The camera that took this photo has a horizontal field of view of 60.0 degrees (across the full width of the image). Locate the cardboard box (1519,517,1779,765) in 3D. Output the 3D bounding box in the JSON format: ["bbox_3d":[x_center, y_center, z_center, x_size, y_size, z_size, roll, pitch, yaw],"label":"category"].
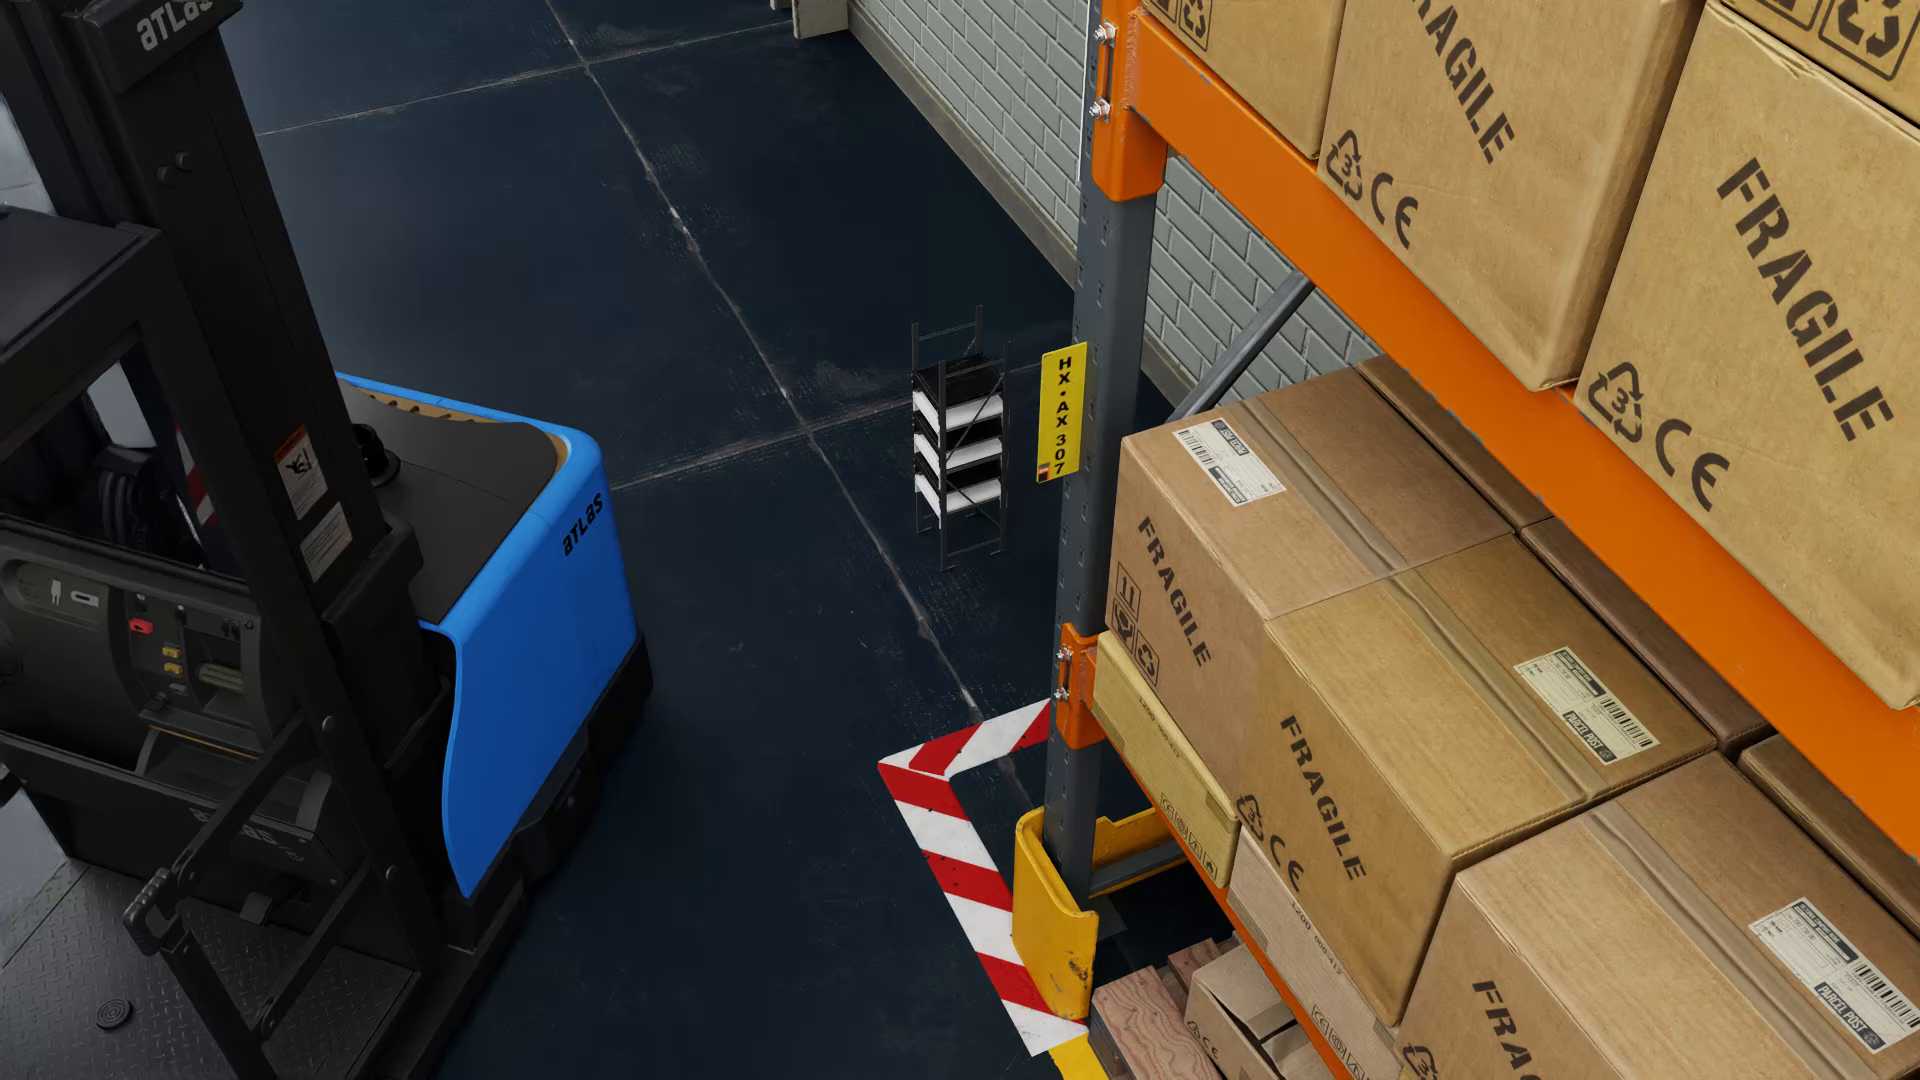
[{"bbox_3d":[1.287,0.243,2.927,0.500,0.500,0.500,-17,47,-17],"label":"cardboard box"}]

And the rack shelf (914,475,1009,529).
[{"bbox_3d":[0.003,-0.163,5.579,0.258,0.077,0.200,-18,47,-17],"label":"rack shelf"}]

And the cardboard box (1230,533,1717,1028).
[{"bbox_3d":[0.820,0.393,2.775,0.500,0.500,0.500,-18,47,-17],"label":"cardboard box"}]

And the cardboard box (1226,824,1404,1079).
[{"bbox_3d":[0.841,0.680,3.018,0.500,0.250,0.500,-19,48,-19],"label":"cardboard box"}]

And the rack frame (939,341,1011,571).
[{"bbox_3d":[0.046,-0.250,5.363,0.240,0.900,0.006,-18,47,-17],"label":"rack frame"}]

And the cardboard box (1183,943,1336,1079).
[{"bbox_3d":[0.902,1.170,4.029,0.500,0.311,0.500,-23,49,-22],"label":"cardboard box"}]

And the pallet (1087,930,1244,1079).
[{"bbox_3d":[1.034,1.472,4.108,1.003,0.211,1.213,-18,47,-17],"label":"pallet"}]

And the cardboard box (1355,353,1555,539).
[{"bbox_3d":[1.084,-0.081,3.255,0.500,0.500,0.500,-19,48,-18],"label":"cardboard box"}]

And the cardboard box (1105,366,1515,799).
[{"bbox_3d":[0.621,0.075,3.097,0.500,0.500,0.500,-18,47,-17],"label":"cardboard box"}]

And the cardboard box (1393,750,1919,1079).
[{"bbox_3d":[1.031,0.724,2.440,0.500,0.500,0.500,-20,48,-19],"label":"cardboard box"}]

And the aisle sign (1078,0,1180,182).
[{"bbox_3d":[0.390,-0.980,2.757,0.394,0.787,0.004,-18,47,-17],"label":"aisle sign"}]

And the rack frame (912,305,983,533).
[{"bbox_3d":[-0.039,-0.380,5.494,0.240,0.900,0.006,-18,47,-17],"label":"rack frame"}]

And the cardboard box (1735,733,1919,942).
[{"bbox_3d":[1.508,0.571,2.594,0.500,0.500,0.500,-19,48,-18],"label":"cardboard box"}]

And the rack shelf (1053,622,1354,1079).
[{"bbox_3d":[1.534,1.433,2.674,1.077,0.370,4.000,-18,47,-17],"label":"rack shelf"}]

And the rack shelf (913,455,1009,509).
[{"bbox_3d":[0.003,-0.227,5.515,0.258,0.077,0.200,-18,47,-17],"label":"rack shelf"}]

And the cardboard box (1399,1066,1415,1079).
[{"bbox_3d":[1.050,1.006,2.687,0.500,0.250,0.500,-19,48,-18],"label":"cardboard box"}]

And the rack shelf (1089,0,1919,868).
[{"bbox_3d":[1.534,0.365,1.621,1.077,0.370,4.000,-18,47,-17],"label":"rack shelf"}]

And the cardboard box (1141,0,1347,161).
[{"bbox_3d":[0.607,-0.921,2.327,0.500,0.500,0.500,-17,47,-16],"label":"cardboard box"}]

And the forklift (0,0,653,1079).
[{"bbox_3d":[-1.919,0.302,3.357,1.130,2.935,3.031,14,46,13],"label":"forklift"}]

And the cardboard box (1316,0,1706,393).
[{"bbox_3d":[0.800,-0.568,1.969,0.500,0.500,0.500,-15,47,-15],"label":"cardboard box"}]

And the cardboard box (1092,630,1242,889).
[{"bbox_3d":[0.610,0.353,3.349,0.500,0.250,0.500,-19,48,-19],"label":"cardboard box"}]

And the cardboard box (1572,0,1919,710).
[{"bbox_3d":[1.022,-0.239,1.635,0.500,0.500,0.500,-16,47,-16],"label":"cardboard box"}]

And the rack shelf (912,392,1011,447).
[{"bbox_3d":[0.003,-0.420,5.326,0.258,0.077,0.200,-18,47,-17],"label":"rack shelf"}]

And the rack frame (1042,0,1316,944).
[{"bbox_3d":[0.693,-0.098,3.713,1.000,3.000,0.127,-18,47,-17],"label":"rack frame"}]

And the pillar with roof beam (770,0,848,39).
[{"bbox_3d":[-4.657,-4.595,4.000,9.100,9.000,0.400,-18,47,-17],"label":"pillar with roof beam"}]

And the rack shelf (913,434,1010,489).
[{"bbox_3d":[0.003,-0.291,5.452,0.258,0.077,0.200,-18,47,-17],"label":"rack shelf"}]

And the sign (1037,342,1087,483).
[{"bbox_3d":[0.201,-0.245,3.247,0.100,0.325,0.005,-18,47,-17],"label":"sign"}]

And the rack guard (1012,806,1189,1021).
[{"bbox_3d":[0.725,0.841,4.542,1.175,0.500,0.348,-18,47,-17],"label":"rack guard"}]

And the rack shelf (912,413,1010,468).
[{"bbox_3d":[0.003,-0.355,5.389,0.258,0.077,0.200,-18,47,-17],"label":"rack shelf"}]

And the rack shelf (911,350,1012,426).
[{"bbox_3d":[0.003,-0.484,5.262,0.258,0.077,0.200,-18,47,-17],"label":"rack shelf"}]

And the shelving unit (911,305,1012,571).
[{"bbox_3d":[0.003,-0.315,5.429,0.258,0.900,0.210,-18,47,-17],"label":"shelving unit"}]
